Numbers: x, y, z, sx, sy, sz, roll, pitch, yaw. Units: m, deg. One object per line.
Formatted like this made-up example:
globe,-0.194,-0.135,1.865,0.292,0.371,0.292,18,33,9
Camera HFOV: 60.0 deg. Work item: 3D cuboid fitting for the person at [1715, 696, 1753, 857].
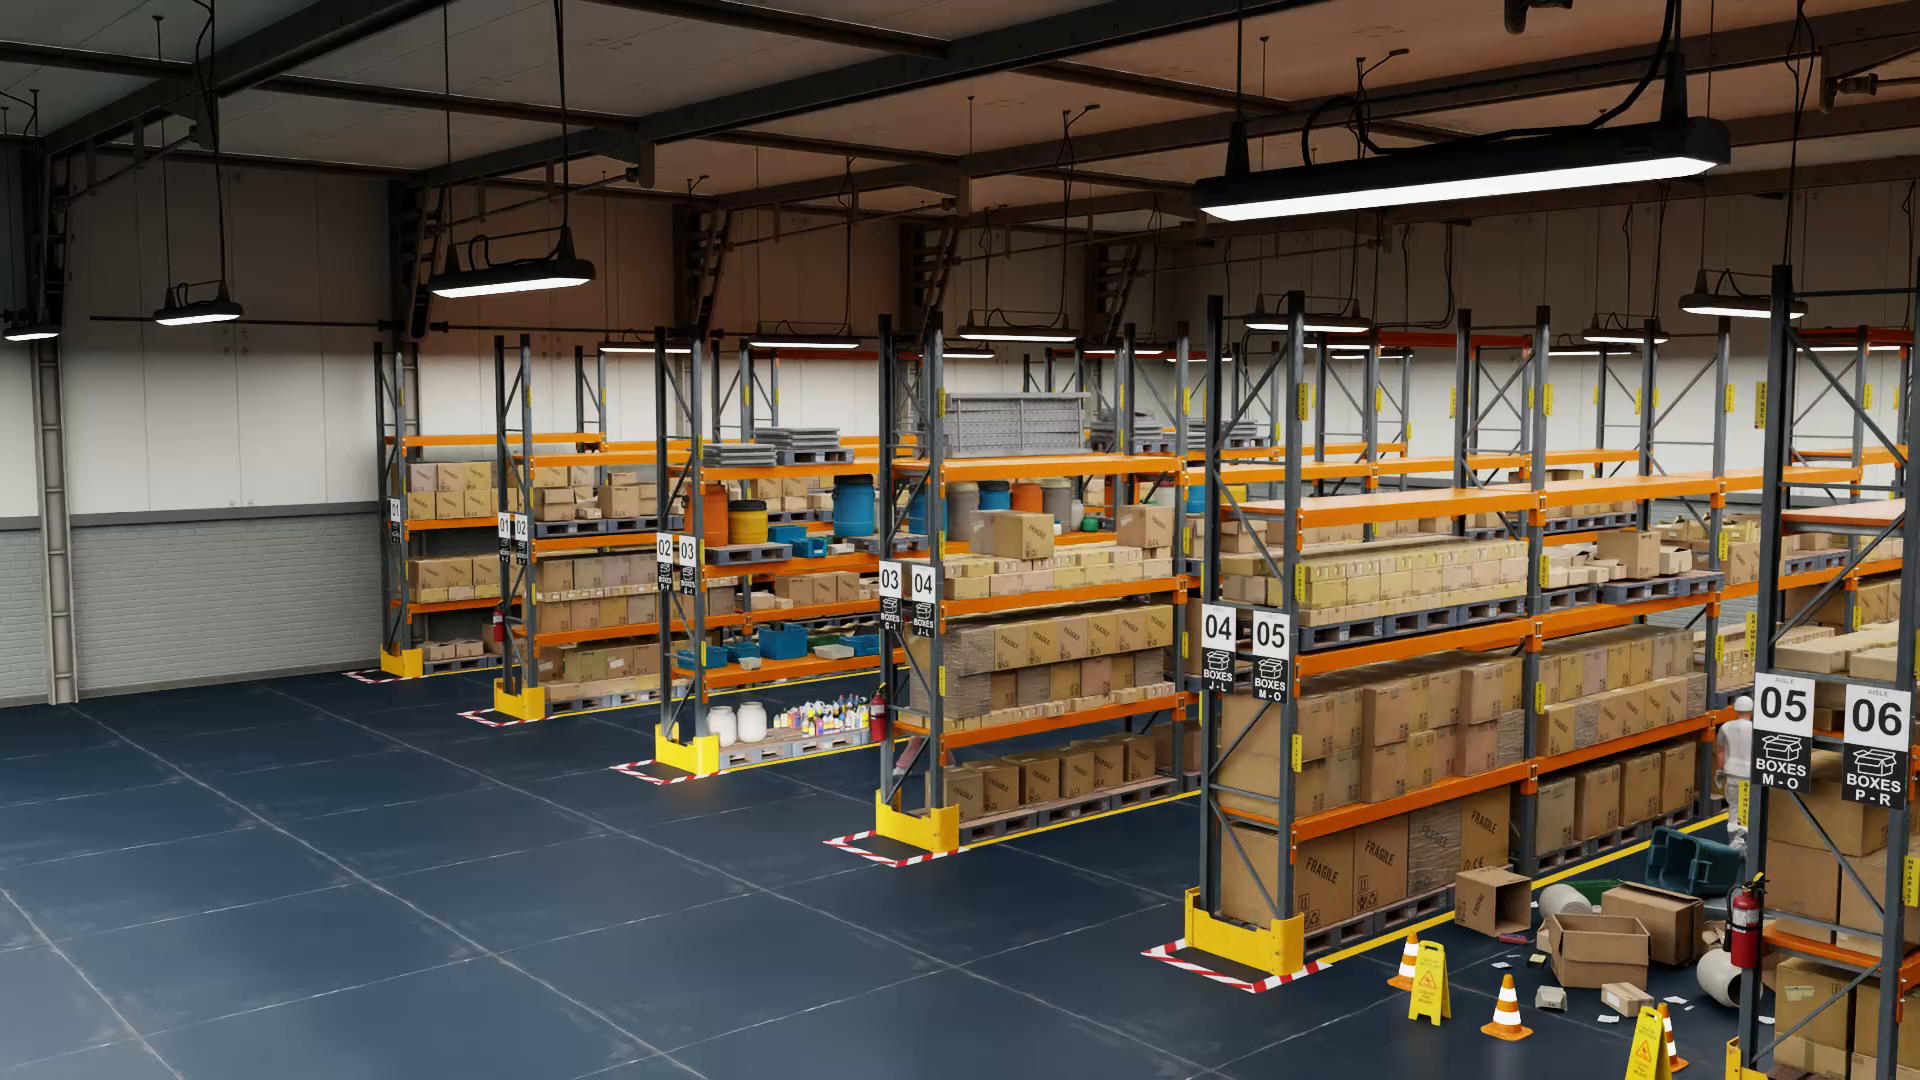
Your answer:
person,8.619,2.613,18.343,0.553,1.787,0.573,-4,7,-40

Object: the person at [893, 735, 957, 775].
person,-0.520,2.318,22.213,0.977,1.618,0.489,-1,5,-8
